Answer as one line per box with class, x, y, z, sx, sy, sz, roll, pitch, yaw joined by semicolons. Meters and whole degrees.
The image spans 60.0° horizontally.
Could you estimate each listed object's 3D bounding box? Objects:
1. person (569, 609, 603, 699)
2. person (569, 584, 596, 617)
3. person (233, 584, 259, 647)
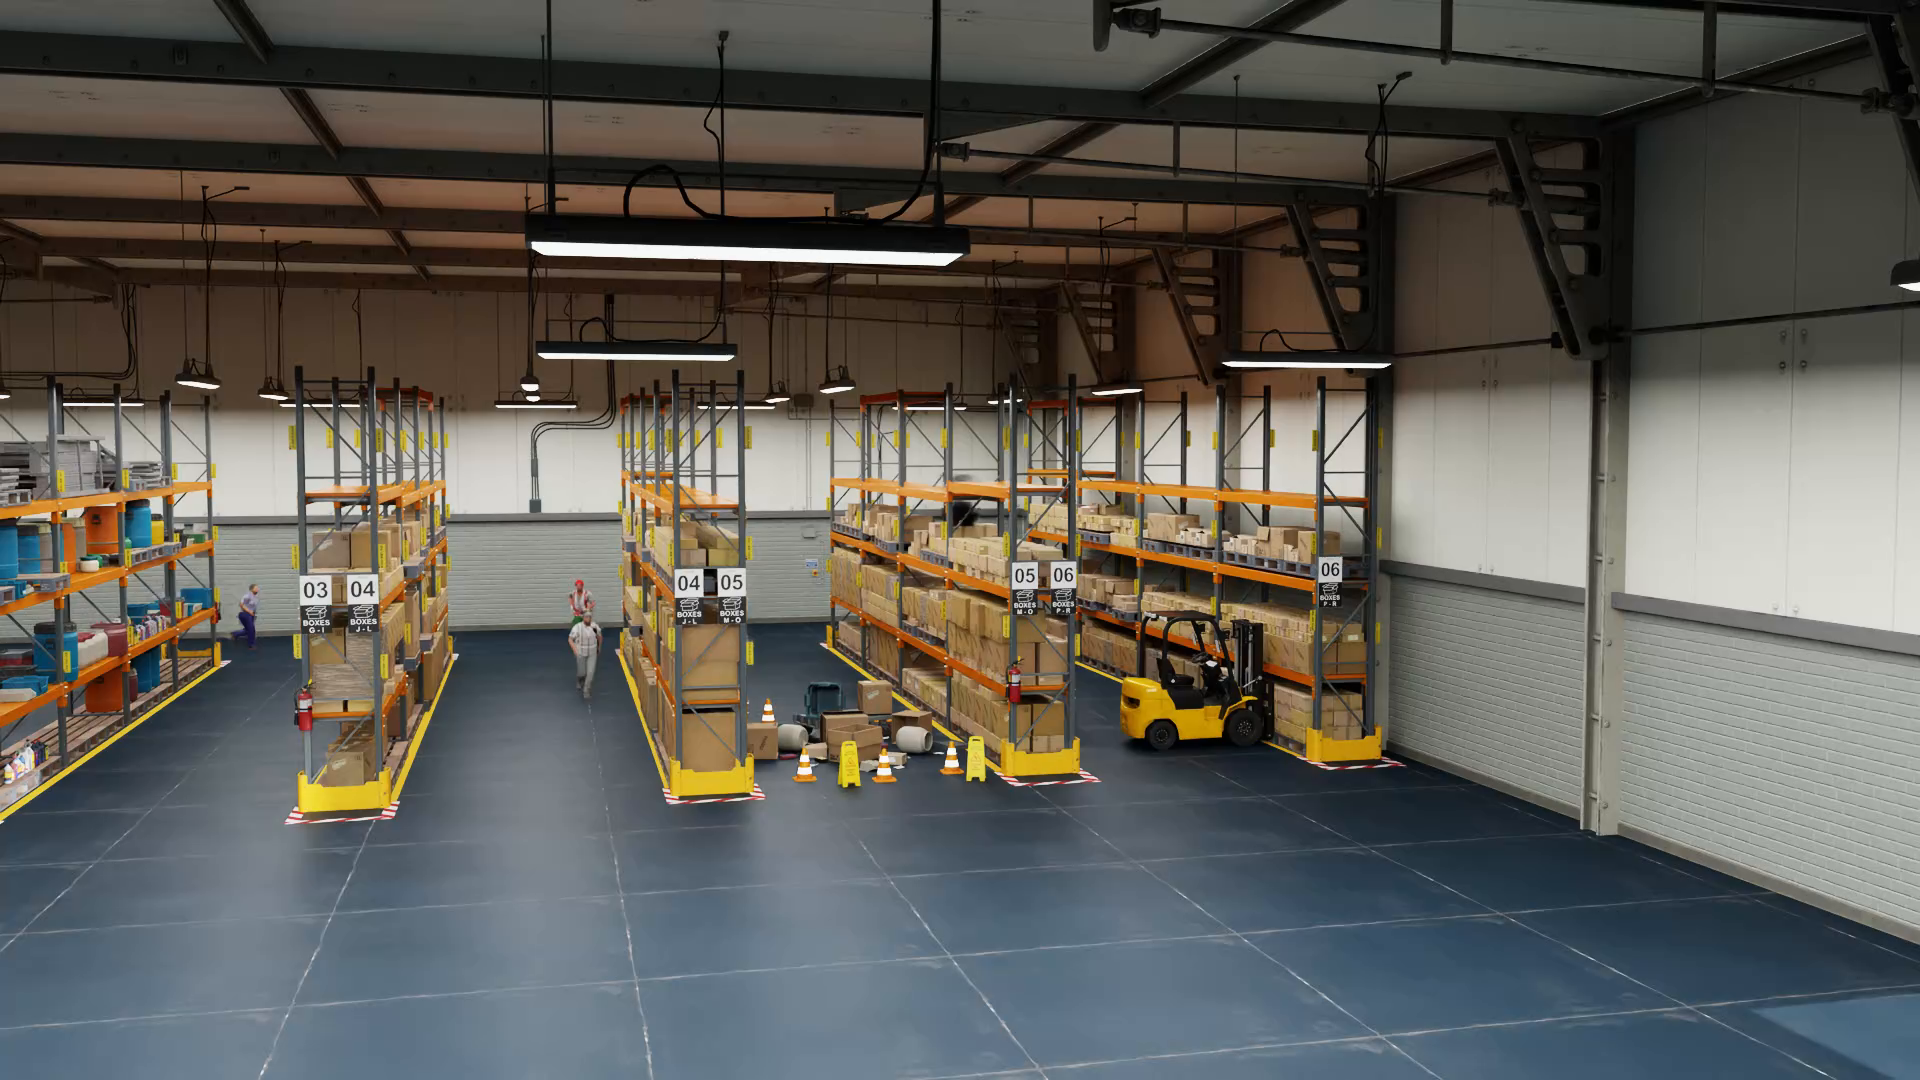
person;-7.315;2.206;32.558;0.669;1.741;0.681;-2;4;-25
person;-8.860;1.825;39.041;0.676;1.728;0.906;0;3;0
person;-17.101;1.802;39.797;0.695;1.530;0.596;0;3;8
